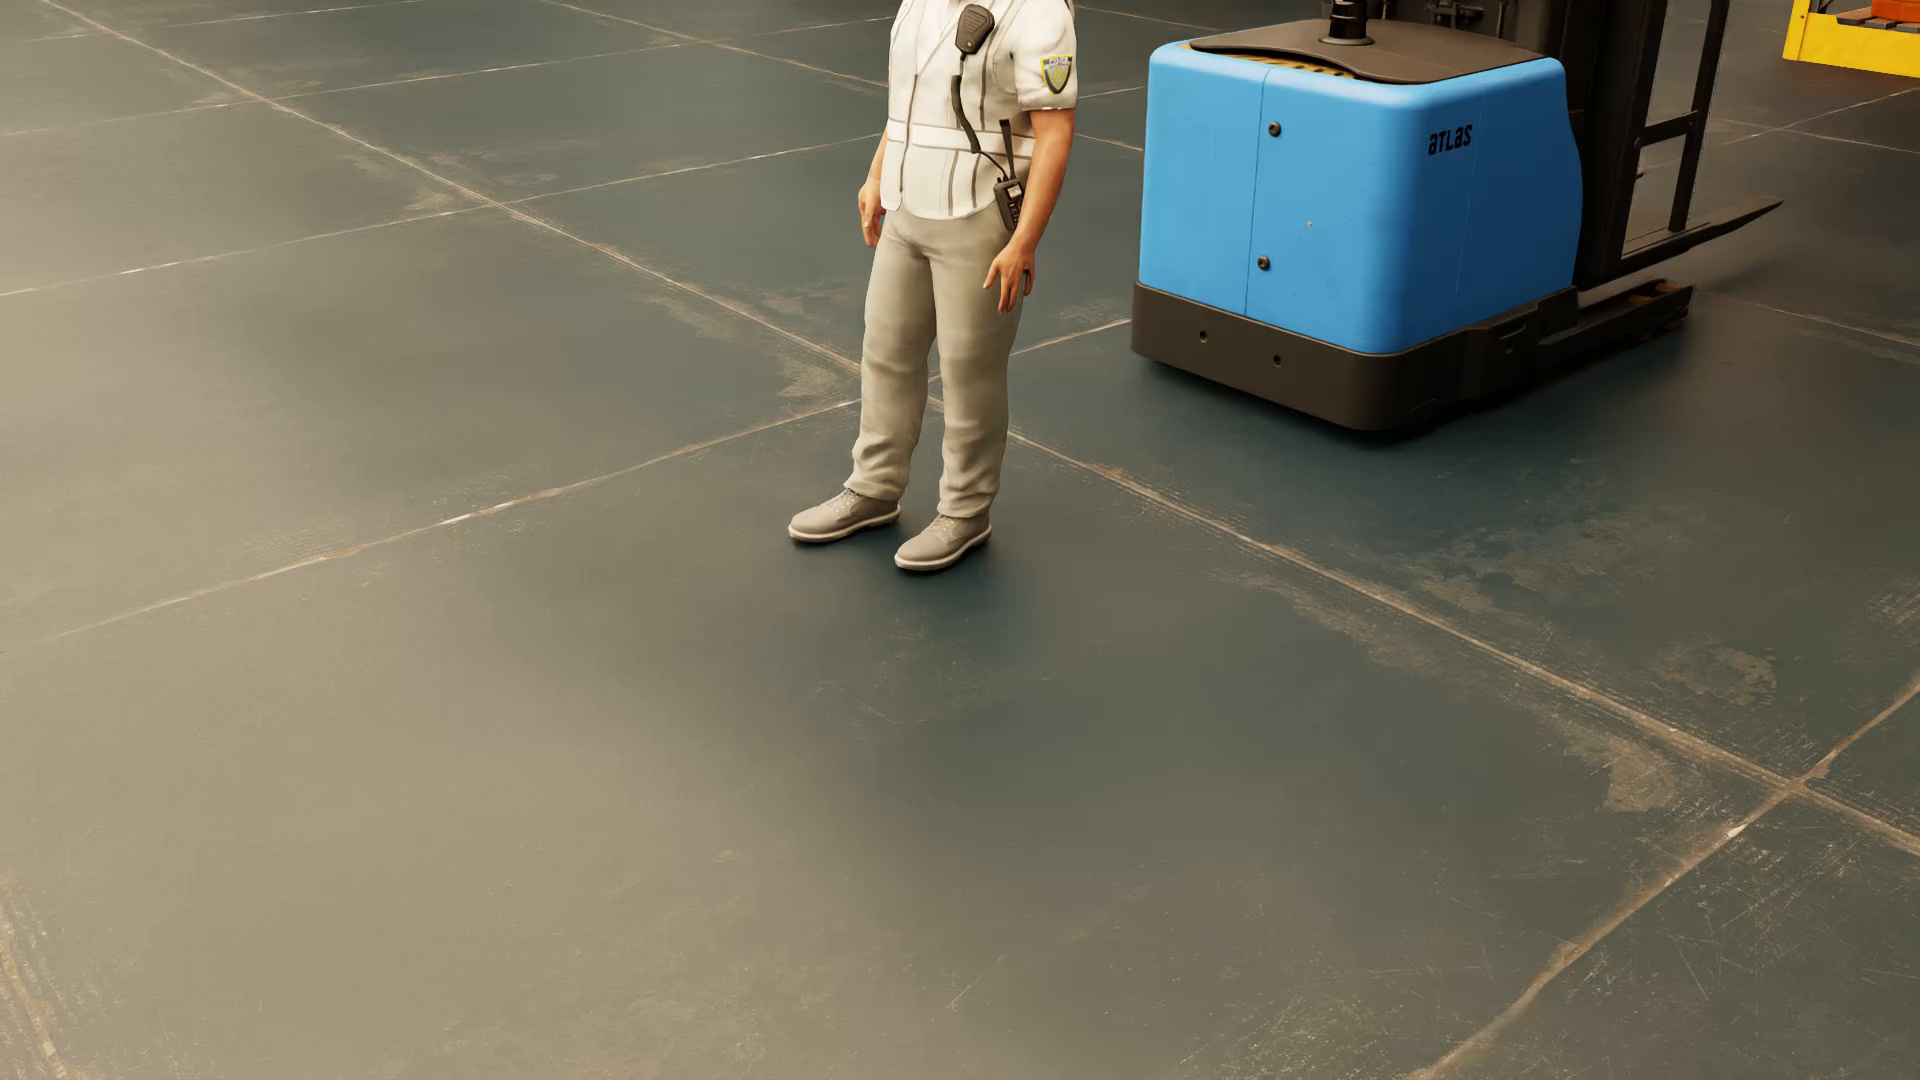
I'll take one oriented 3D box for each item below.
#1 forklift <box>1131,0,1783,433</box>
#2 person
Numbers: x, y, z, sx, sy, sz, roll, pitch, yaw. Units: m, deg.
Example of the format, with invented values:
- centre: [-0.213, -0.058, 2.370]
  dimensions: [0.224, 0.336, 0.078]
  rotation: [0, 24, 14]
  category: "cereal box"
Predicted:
- centre: [2.019, -2.176, 5.589]
  dimensions: [3.031, 2.935, 1.130]
  rotation: [-21, 33, -36]
  category: "forklift"
- centre: [-0.067, -0.787, 4.066]
  dimensions: [0.575, 1.781, 0.640]
  rotation: [-20, 33, -35]
  category: "person"
